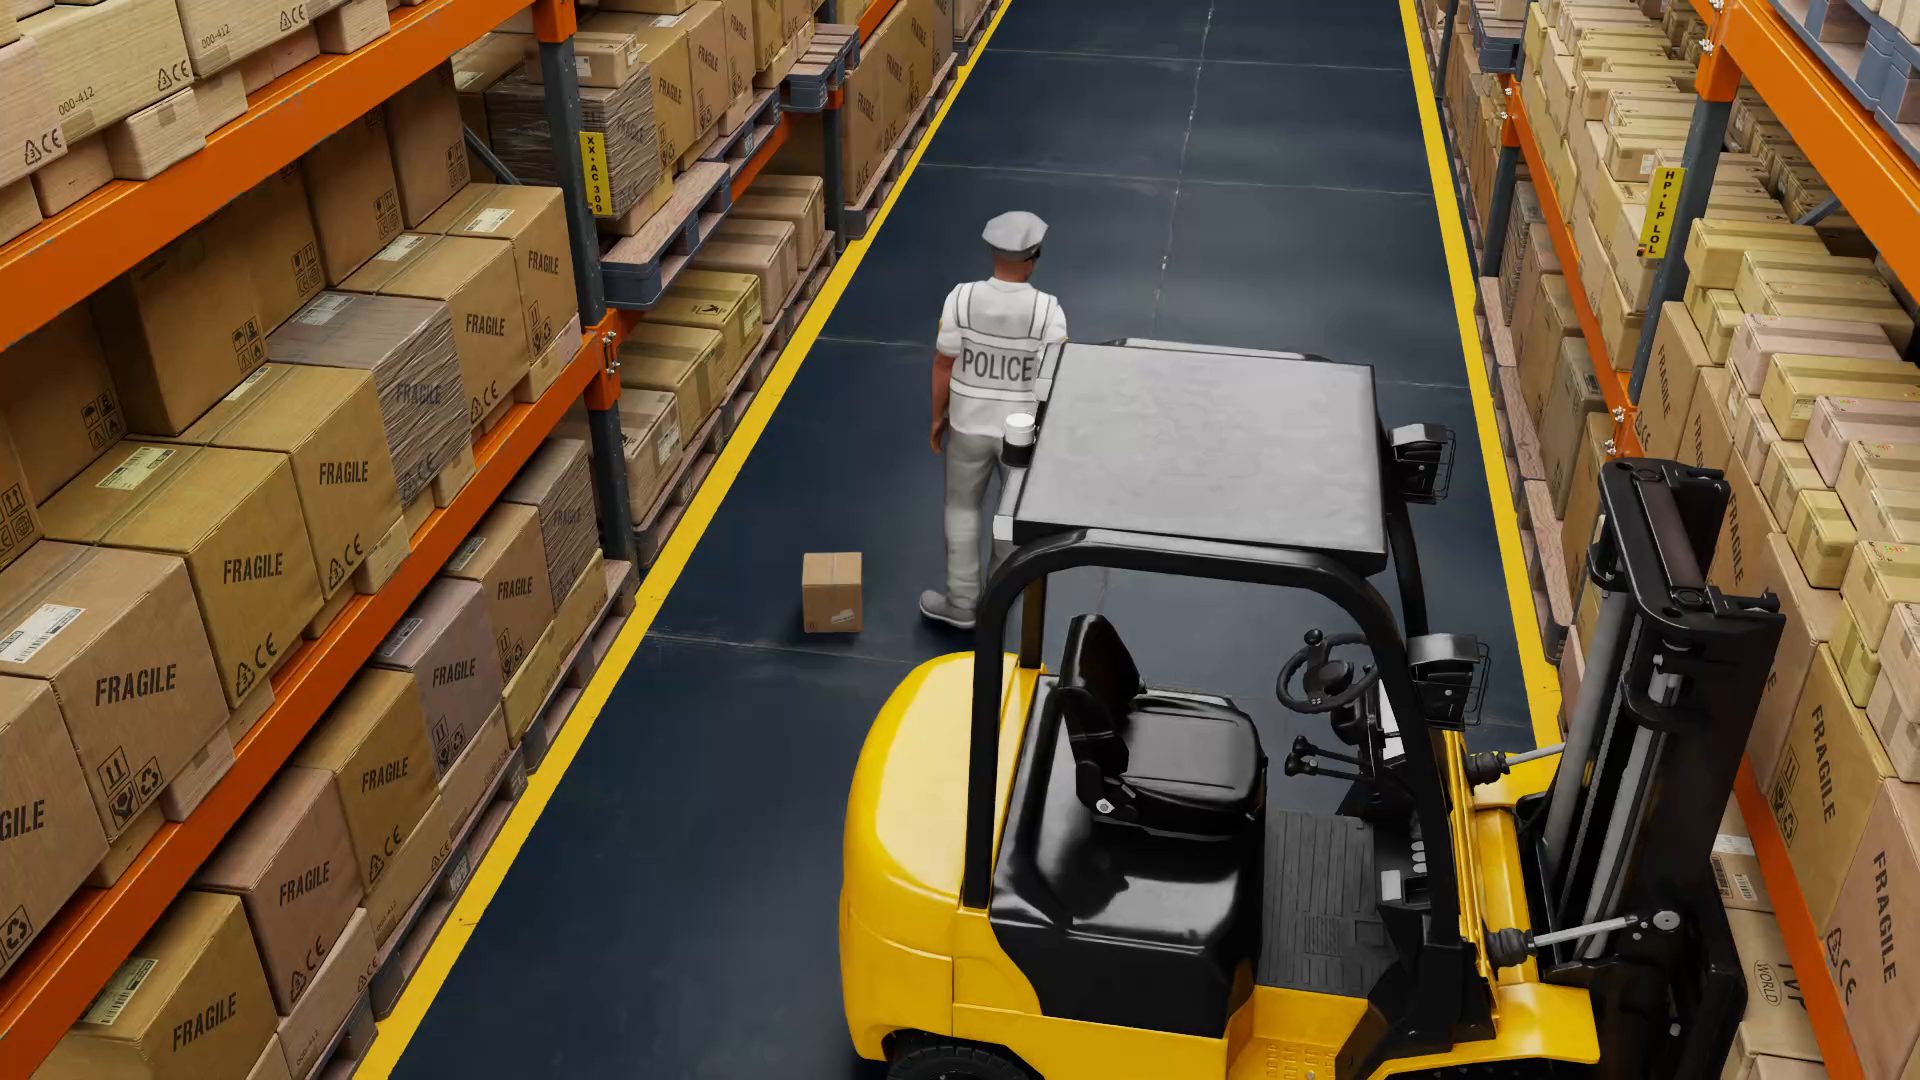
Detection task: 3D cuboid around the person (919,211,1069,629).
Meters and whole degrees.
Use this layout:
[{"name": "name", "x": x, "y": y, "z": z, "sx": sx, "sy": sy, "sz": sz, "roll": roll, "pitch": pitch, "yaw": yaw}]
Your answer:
[{"name": "person", "x": 0.136, "y": -0.446, "z": 6.834, "sx": 0.602, "sy": 1.743, "sz": 0.593, "roll": 4, "pitch": 32, "yaw": 7}]
